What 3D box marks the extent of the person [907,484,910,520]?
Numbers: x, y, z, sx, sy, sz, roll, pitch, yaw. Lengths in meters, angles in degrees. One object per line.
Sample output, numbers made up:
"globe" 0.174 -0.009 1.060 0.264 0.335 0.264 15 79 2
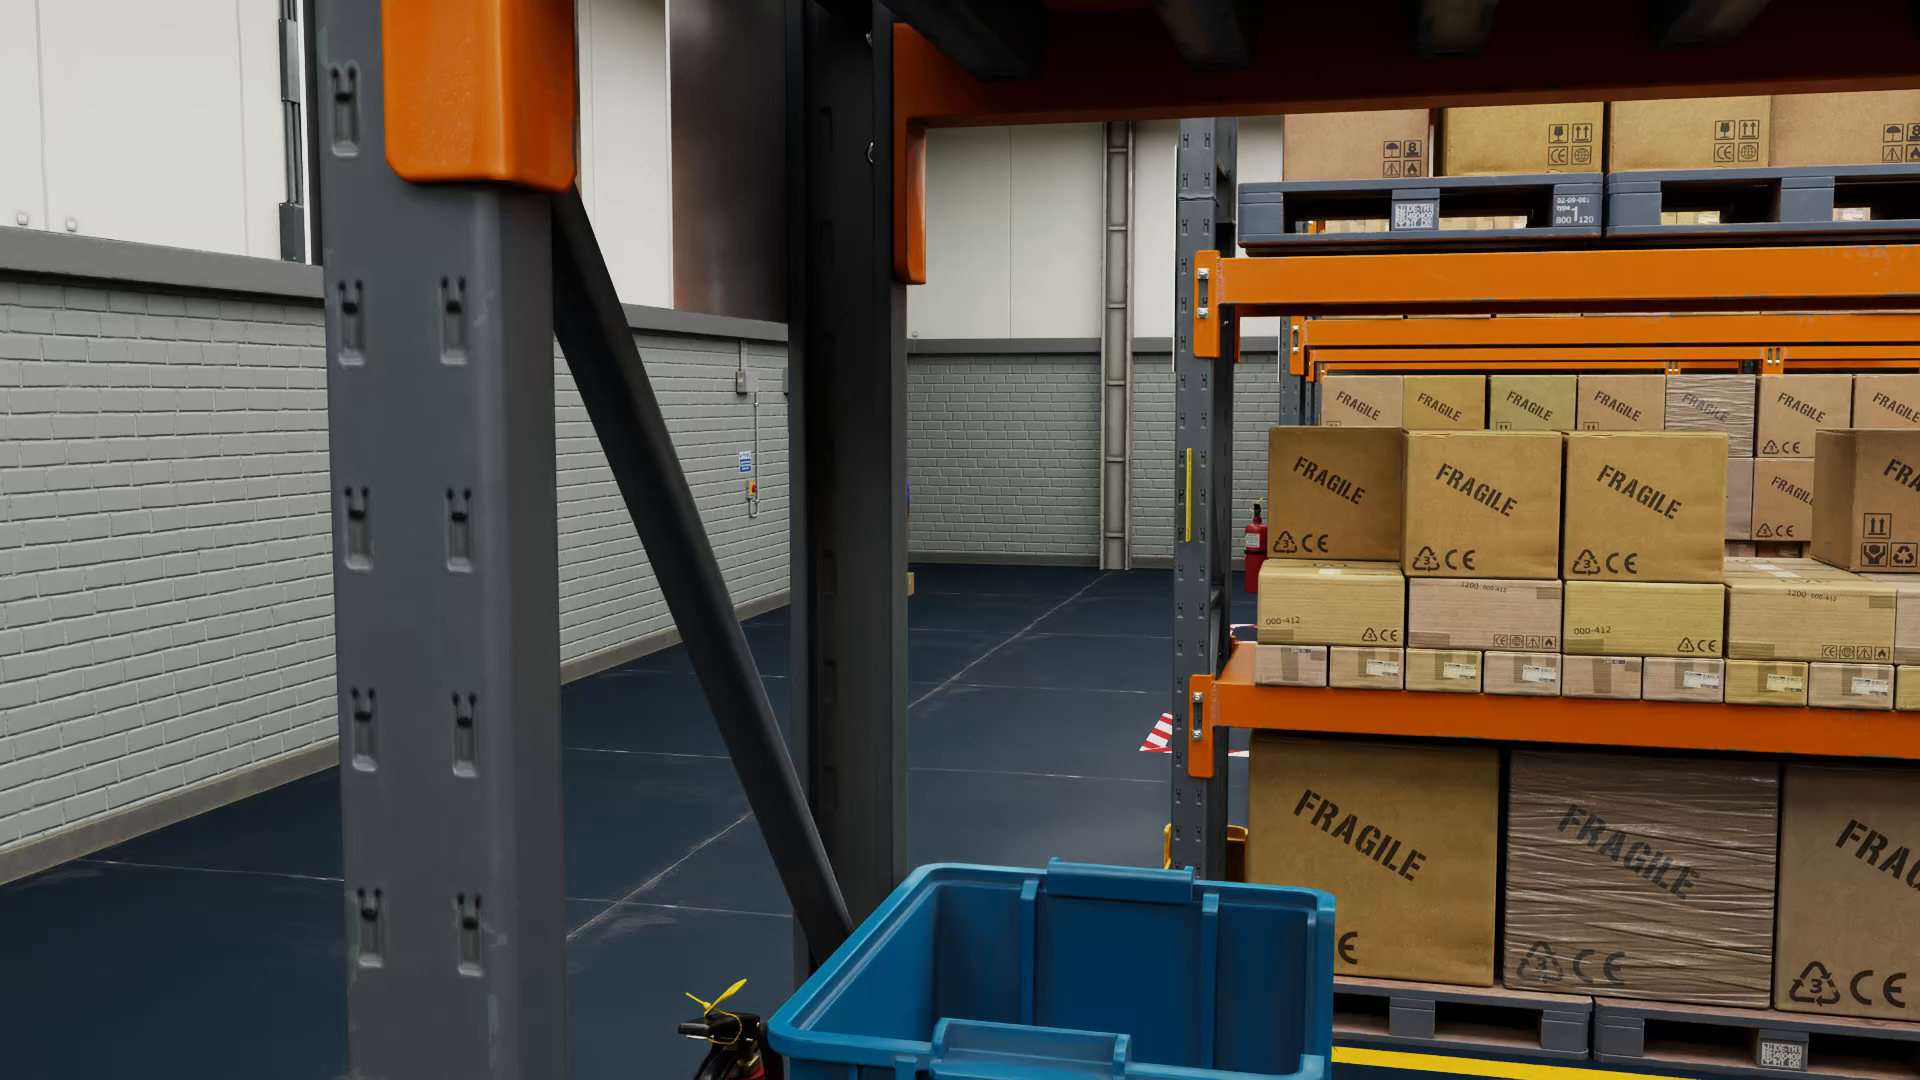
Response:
"person" -0.795 -0.164 19.055 0.463 1.629 0.840 1 5 6
